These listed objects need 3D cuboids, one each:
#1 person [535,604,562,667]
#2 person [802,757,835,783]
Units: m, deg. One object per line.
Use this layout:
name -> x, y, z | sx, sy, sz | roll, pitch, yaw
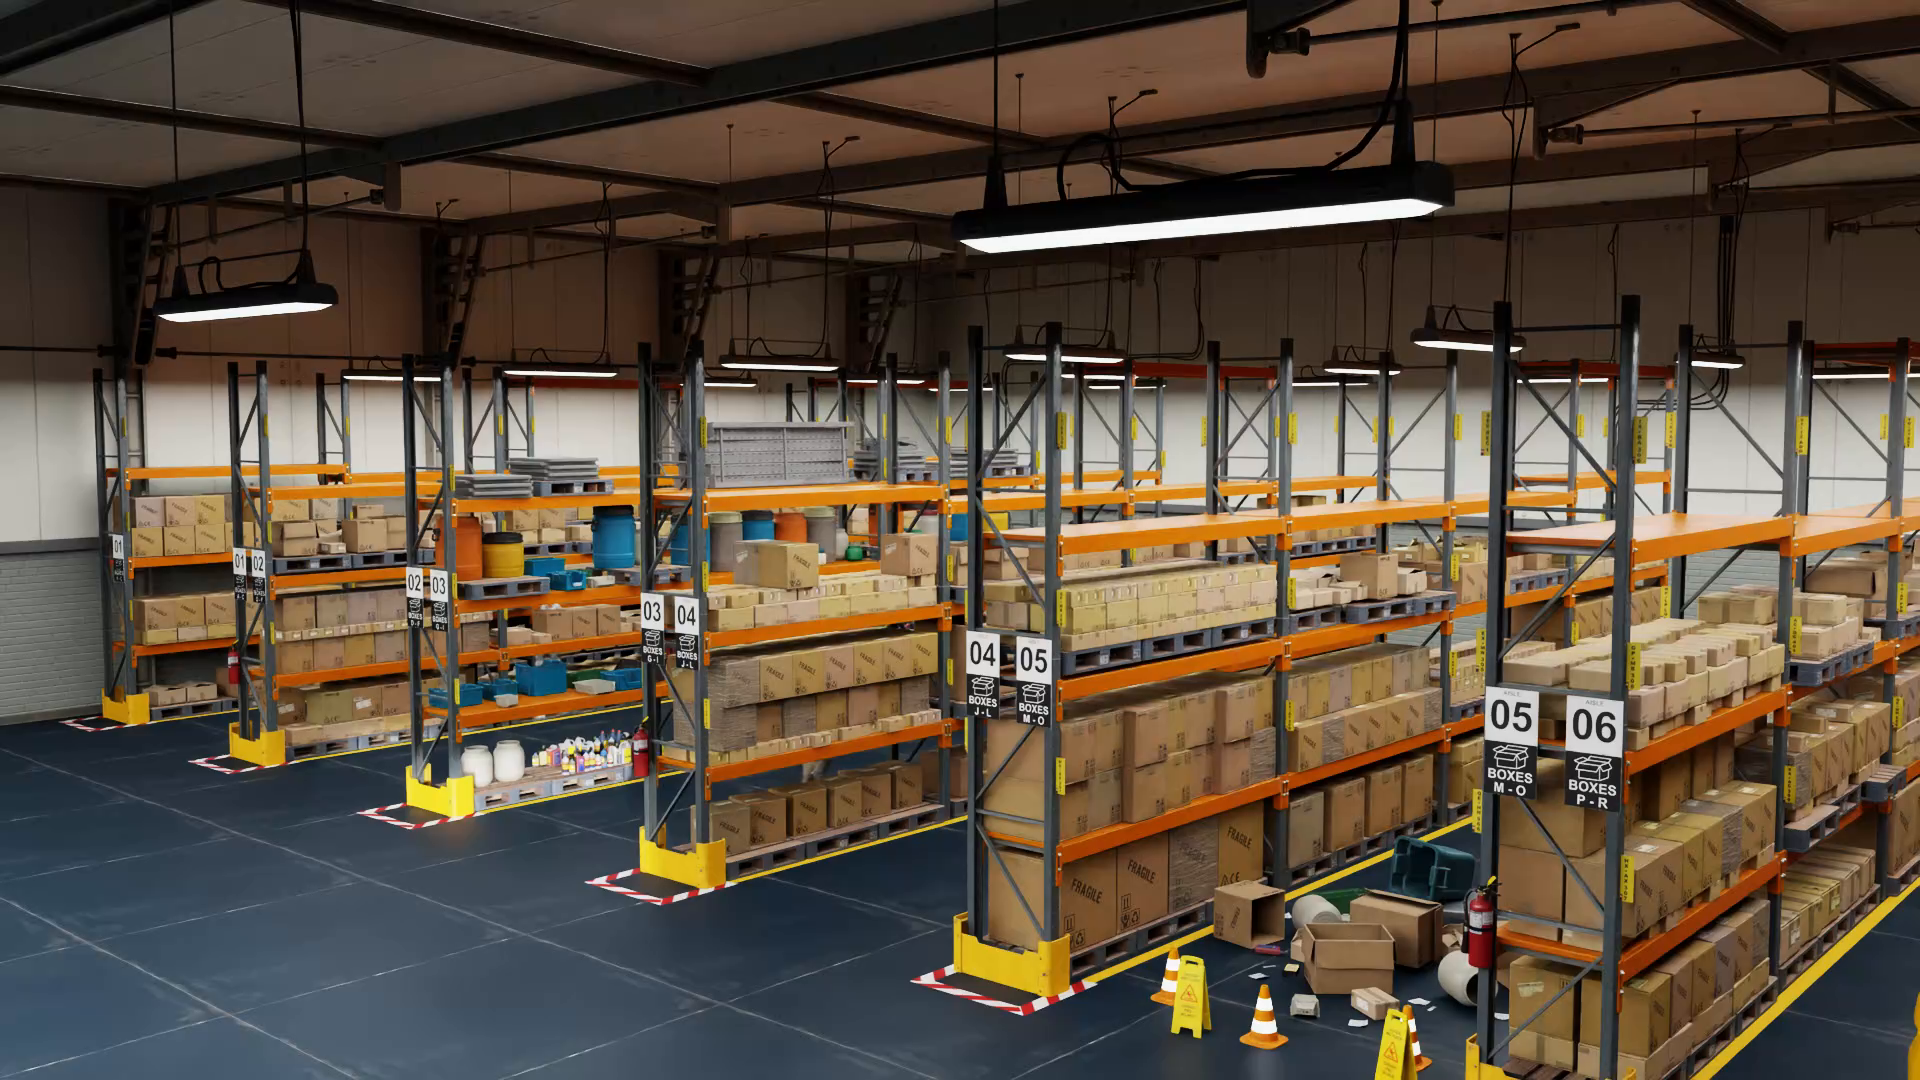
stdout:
person -> -8.139, 1.889, 32.697 | 0.560, 1.809, 0.694 | 1, 4, 17
person -> -1.990, 2.577, 23.365 | 0.505, 1.709, 0.575 | -3, 5, -38
